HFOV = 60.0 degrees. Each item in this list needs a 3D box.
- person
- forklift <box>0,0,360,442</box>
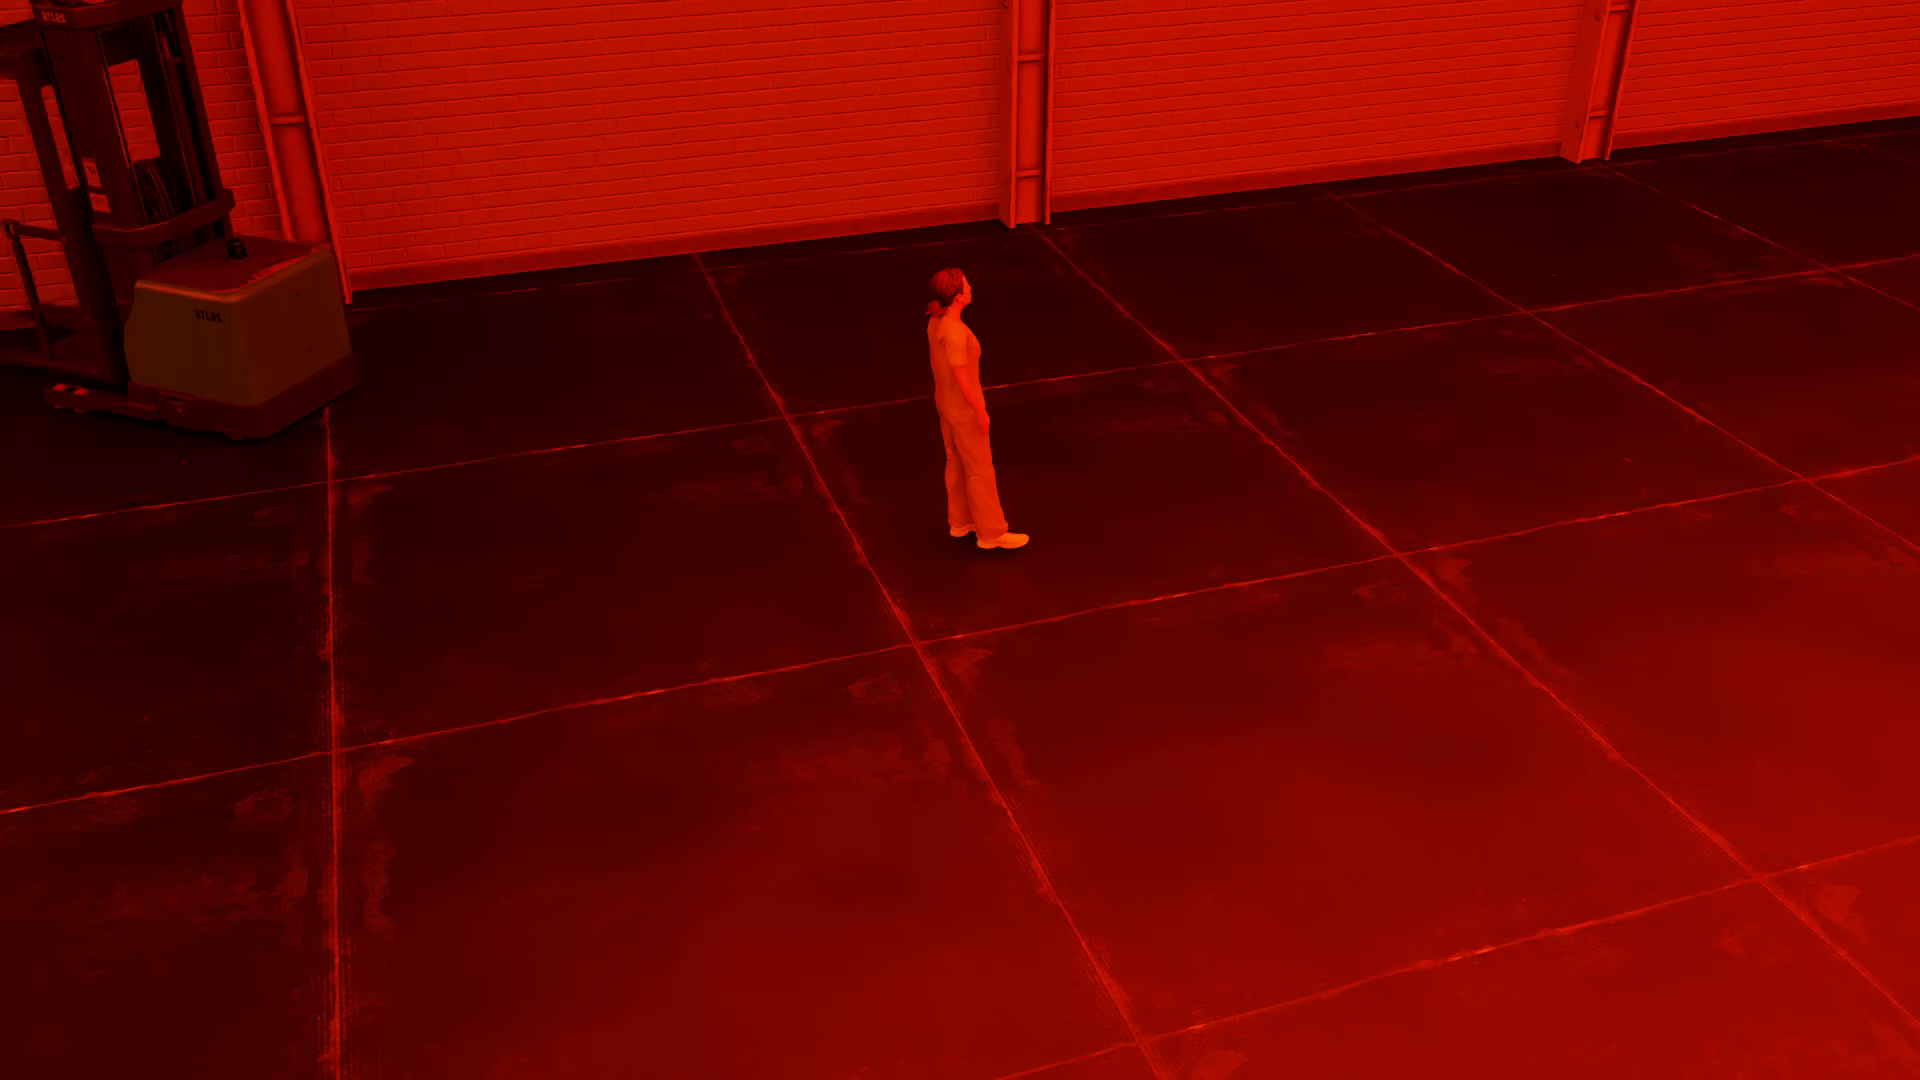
[{"bbox_3d":[0.074,-0.773,9.594,0.547,1.673,0.549,-10,31,-16],"label":"person"},{"bbox_3d":[-5.838,-2.383,11.229,3.031,2.935,1.130,11,32,18],"label":"forklift"}]
